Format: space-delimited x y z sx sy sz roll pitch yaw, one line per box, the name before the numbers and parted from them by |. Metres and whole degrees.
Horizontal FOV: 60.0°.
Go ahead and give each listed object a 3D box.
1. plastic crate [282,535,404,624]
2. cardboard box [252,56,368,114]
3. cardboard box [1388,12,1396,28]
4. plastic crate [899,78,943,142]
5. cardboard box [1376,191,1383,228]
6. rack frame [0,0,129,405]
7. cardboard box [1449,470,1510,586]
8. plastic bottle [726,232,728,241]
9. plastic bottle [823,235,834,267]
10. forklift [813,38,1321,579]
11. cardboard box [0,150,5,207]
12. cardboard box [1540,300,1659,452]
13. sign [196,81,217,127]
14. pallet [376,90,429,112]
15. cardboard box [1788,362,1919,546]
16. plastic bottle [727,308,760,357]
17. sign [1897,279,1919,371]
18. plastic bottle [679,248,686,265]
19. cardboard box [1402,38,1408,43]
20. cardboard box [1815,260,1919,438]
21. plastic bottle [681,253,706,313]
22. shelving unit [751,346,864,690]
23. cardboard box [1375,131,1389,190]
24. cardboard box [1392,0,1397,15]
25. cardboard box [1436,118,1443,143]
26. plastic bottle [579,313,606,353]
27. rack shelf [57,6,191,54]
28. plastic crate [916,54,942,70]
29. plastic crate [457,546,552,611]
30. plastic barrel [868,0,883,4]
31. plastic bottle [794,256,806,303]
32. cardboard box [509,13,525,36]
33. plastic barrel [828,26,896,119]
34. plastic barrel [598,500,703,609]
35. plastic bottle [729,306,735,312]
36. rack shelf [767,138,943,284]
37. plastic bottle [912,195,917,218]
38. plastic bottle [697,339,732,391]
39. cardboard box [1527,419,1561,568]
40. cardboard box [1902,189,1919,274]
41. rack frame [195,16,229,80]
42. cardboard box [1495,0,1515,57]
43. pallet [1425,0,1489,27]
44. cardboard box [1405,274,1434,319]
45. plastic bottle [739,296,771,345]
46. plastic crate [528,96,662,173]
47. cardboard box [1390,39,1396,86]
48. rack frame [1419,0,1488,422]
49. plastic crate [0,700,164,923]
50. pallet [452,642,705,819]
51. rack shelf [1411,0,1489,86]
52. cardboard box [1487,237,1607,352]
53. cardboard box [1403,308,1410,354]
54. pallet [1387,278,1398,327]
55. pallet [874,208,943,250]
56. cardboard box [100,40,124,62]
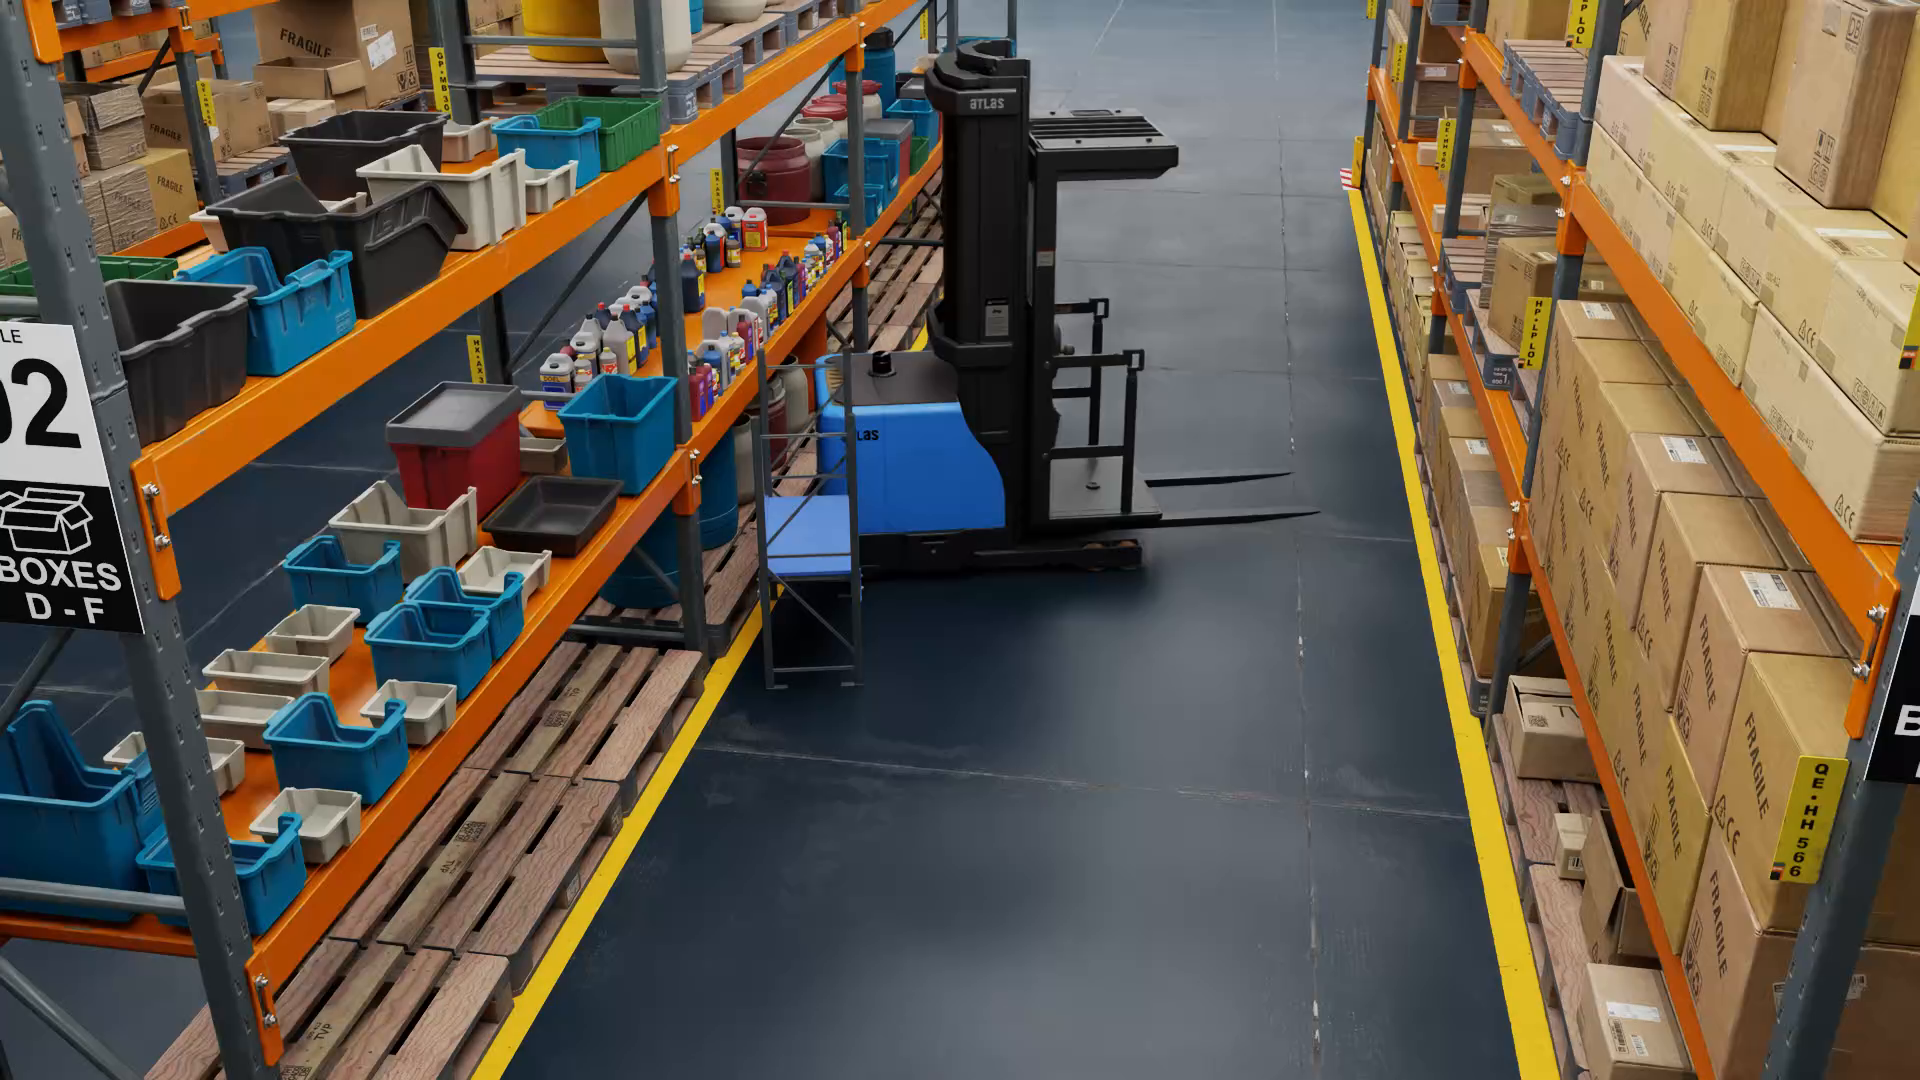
plastic crate | -2.395 0.159 6.499 0.416 0.233 0.300 4 25 9
cardboard box | -5.595 -3.881 14.385 0.797 0.503 0.637 7 26 14
cardboard box | 4.706 -5.439 17.449 0.380 0.149 0.250 3 25 7
plastic crate | -0.294 -3.837 14.834 0.402 0.464 0.583 4 25 9
cardboard box | 4.388 -3.260 16.424 0.500 0.250 0.500 4 25 9
rack frame | -2.478 -1.730 3.331 1.000 3.000 0.127 4 25 9
cardboard box | 3.031 -0.051 9.249 0.500 0.500 0.500 4 25 9
plastic bottle | -1.622 -2.023 11.268 0.097 0.201 0.097 0 25 0
plastic bottle | -0.890 -1.927 11.062 0.097 0.201 0.097 0 25 0
forklift | 0.650 -1.361 9.700 3.031 2.935 1.130 -3 25 -6
cardboard box | -6.404 -2.344 10.418 0.797 0.503 0.637 5 26 10
cardboard box | 2.708 -0.662 6.828 0.500 0.500 0.500 5 25 10
sign | -5.509 -3.189 12.160 0.100 0.325 0.005 4 25 9
pallet | -5.671 -3.979 15.438 1.003 0.211 1.213 4 25 9
cardboard box | 2.232 -0.192 3.761 0.500 0.250 0.500 4 25 9
plastic bottle | -1.221 -1.184 9.388 0.152 0.276 0.135 4 25 9
sign | 1.864 -0.475 3.143 0.100 0.325 0.005 4 25 9
plastic bottle | -1.757 -1.709 10.515 0.097 0.271 0.097 0 25 0
cardboard box | 4.412 -4.686 15.839 0.380 0.149 0.250 5 25 10
cardboard box | 2.241 -0.418 3.653 0.500 0.250 0.500 4 25 9
plastic bottle | -1.645 -1.577 10.140 0.144 0.351 0.185 4 25 9
shelving unit | -0.796 -0.134 8.767 0.538 1.500 1.048 -2 25 -4
cardboard box | 4.468 -3.809 16.712 0.500 0.500 0.500 4 25 9
cardboard box | 4.926 -5.776 17.404 0.700 0.500 0.500 4 25 9
cardboard box | 4.332 -3.410 14.174 0.500 0.250 0.500 6 26 12
plastic bottle | -1.997 -1.071 9.058 0.144 0.351 0.185 4 25 9
rack shelf | -6.384 -2.898 10.214 1.077 0.370 4.000 4 25 9
plastic crate | -0.327 -5.233 18.203 0.298 0.136 0.250 4 25 9
plastic crate | -1.812 0.155 6.620 0.293 0.136 0.466 4 25 9
plastic barrel | -0.822 -4.273 11.711 0.600 0.901 0.600 0 25 0
plastic bottle | -1.002 -1.629 10.330 0.061 0.283 0.133 4 25 9
cardboard box | -5.047 -5.368 17.711 0.875 0.500 0.500 4 25 9
plastic barrel | -0.879 -4.118 14.919 0.600 0.901 0.708 4 25 9
plastic barrel | -1.718 -0.152 9.017 0.600 0.901 0.708 4 25 9
plastic bottle | -1.309 -1.248 9.613 0.097 0.201 0.097 0 25 0
rack shelf | -0.843 -2.870 13.691 1.077 0.370 4.000 4 25 9
plastic bottle | -0.514 -3.367 16.600 0.152 0.276 0.135 4 25 9
plastic bottle | -1.313 -0.950 8.888 0.152 0.276 0.135 4 25 9
cardboard box | 2.710 -0.192 7.005 0.500 0.500 0.500 5 25 10
cardboard box | 2.476 -0.741 3.459 0.700 0.500 0.500 4 25 9
rack frame | -9.626 -6.434 20.457 1.000 3.000 0.127 4 25 9
cardboard box | 3.594 -3.020 9.507 0.910 0.500 0.500 4 25 9
pallet | 3.739 -3.577 11.039 1.213 0.211 1.003 5 26 11
cardboard box | 3.722 -1.878 12.810 0.500 0.311 0.500 4 25 8
plastic bottle | -1.183 -1.281 9.595 0.152 0.276 0.135 4 25 9
plastic crate | -1.595 -1.750 7.163 0.450 0.188 0.662 4 25 9
cardboard box | 4.853 -4.991 17.257 0.700 0.500 0.500 5 25 10
rack frame | 3.716 -2.014 11.015 1.000 3.000 0.127 4 25 9
plastic crate | -2.607 0.791 4.910 0.616 0.435 0.499 4 25 9
pallet | -1.906 0.887 8.106 1.003 0.211 1.213 4 25 9
rack shelf | 4.043 -3.883 12.319 1.077 0.370 4.000 4 25 9
cardboard box | 3.290 -1.320 8.918 0.700 0.500 0.500 -2 25 -5
cardboard box | 3.727 -1.622 12.925 0.500 0.250 0.500 5 25 10
pallet | 4.288 -2.113 14.516 1.003 0.211 1.213 4 25 9
pallet | -0.366 -3.047 16.511 1.003 0.211 1.213 4 25 9
cardboard box | -9.972 -5.662 18.631 0.875 0.550 0.500 4 25 9
